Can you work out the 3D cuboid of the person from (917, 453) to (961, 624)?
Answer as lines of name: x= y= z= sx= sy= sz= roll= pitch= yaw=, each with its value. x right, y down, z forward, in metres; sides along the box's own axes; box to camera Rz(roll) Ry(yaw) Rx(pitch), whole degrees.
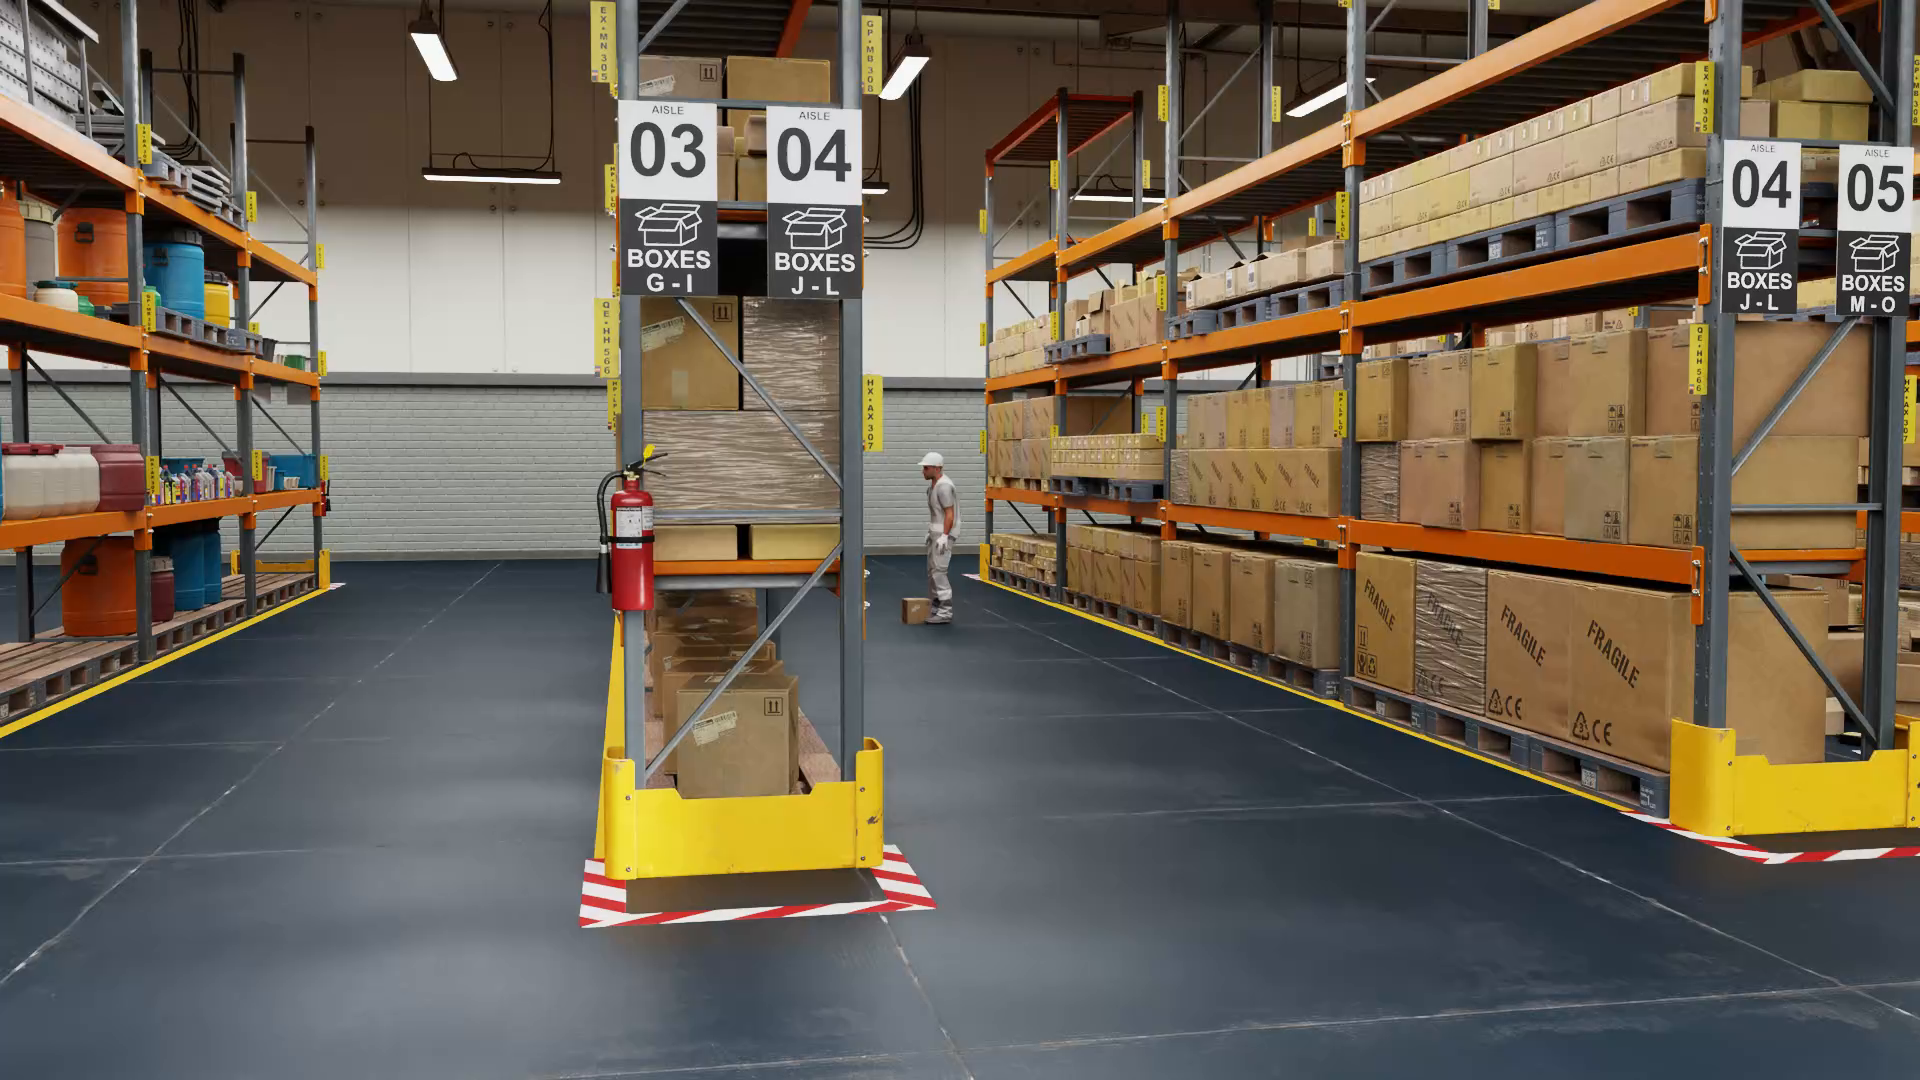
person: x=-0.231 y=-0.023 z=17.348 sx=0.451 sy=1.778 sz=0.611 roll=-1 pitch=3 yaw=-15
